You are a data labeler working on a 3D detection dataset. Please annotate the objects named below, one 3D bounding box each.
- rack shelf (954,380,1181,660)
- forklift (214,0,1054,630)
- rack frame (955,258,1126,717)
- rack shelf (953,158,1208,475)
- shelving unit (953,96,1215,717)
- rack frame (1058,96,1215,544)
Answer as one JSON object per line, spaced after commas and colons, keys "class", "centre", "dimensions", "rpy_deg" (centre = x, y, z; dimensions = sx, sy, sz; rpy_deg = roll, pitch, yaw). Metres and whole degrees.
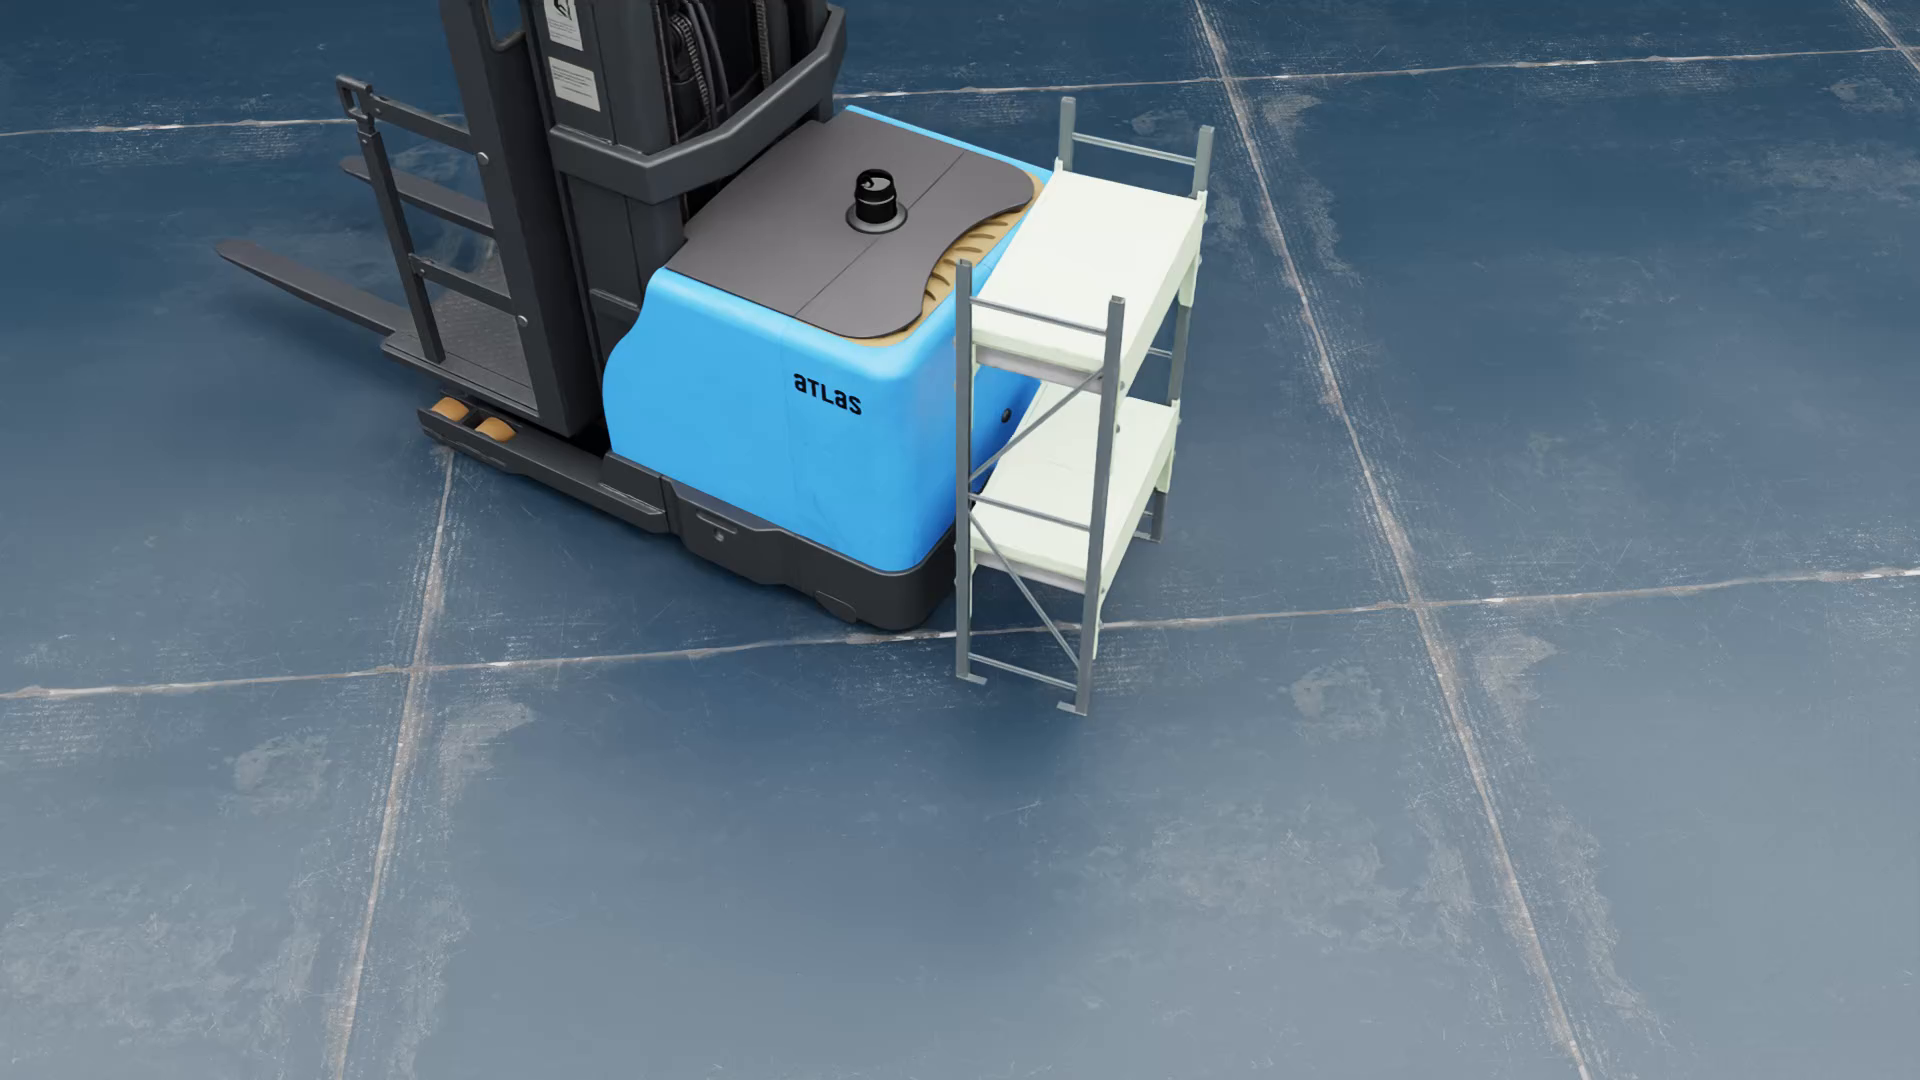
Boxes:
{"class": "rack shelf", "centre": [0.314, -0.091, 4.752], "dimensions": [0.431, 0.370, 0.720], "rpy_deg": [16, 49, 15]}
{"class": "forklift", "centre": [-1.191, -1.550, 4.699], "dimensions": [3.031, 2.935, 1.130], "rpy_deg": [23, 51, 20]}
{"class": "rack frame", "centre": [0.179, -0.068, 4.281], "dimensions": [0.400, 1.500, 0.023], "rpy_deg": [16, 49, 15]}
{"class": "rack shelf", "centre": [0.314, -0.583, 4.232], "dimensions": [0.431, 0.370, 0.720], "rpy_deg": [16, 49, 15]}
{"class": "shelving unit", "centre": [0.314, -0.315, 4.515], "dimensions": [0.431, 1.500, 0.755], "rpy_deg": [16, 49, 15]}
{"class": "rack frame", "centre": [0.448, -0.562, 4.750], "dimensions": [0.400, 1.500, 0.023], "rpy_deg": [16, 49, 15]}
